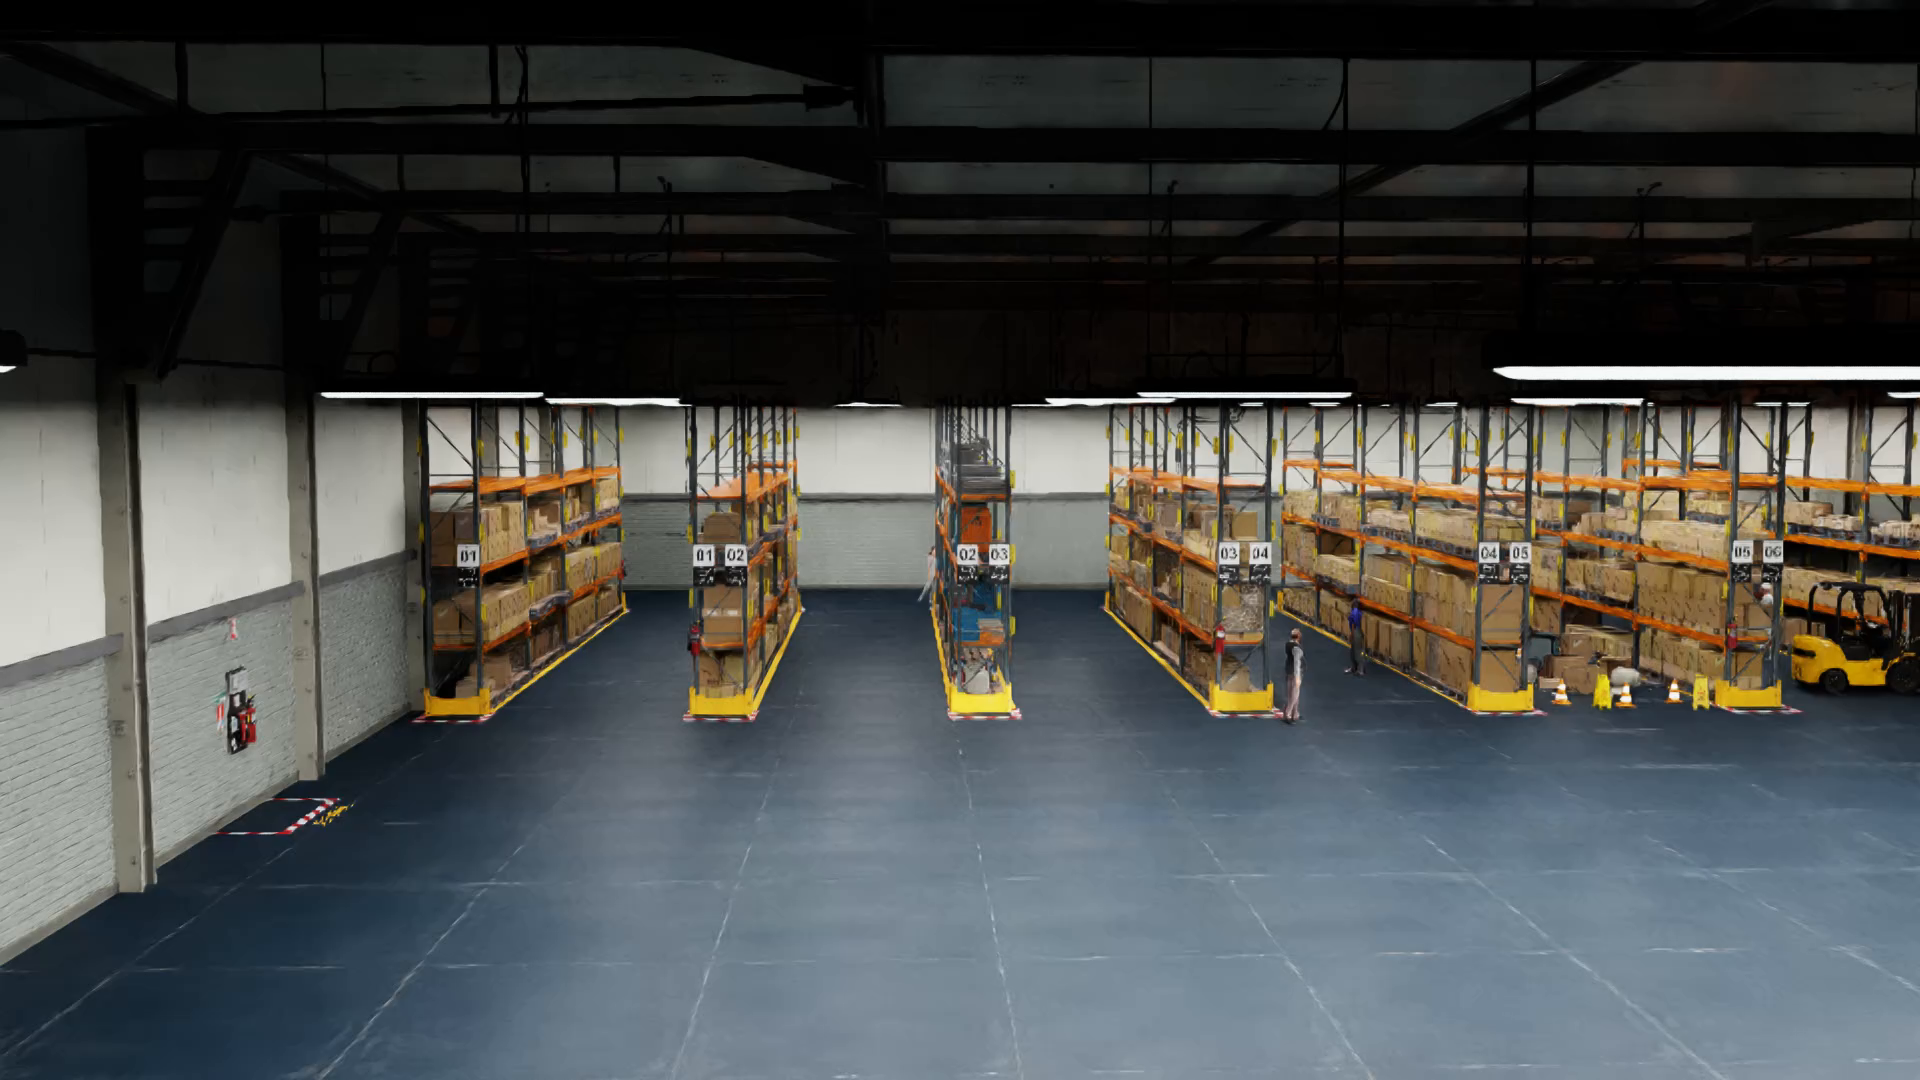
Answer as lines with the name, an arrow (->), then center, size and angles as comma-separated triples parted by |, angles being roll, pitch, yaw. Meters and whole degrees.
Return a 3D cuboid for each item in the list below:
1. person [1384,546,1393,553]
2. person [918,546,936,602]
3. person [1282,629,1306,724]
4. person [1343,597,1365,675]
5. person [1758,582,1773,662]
person -> 13.137, 0.946, 50.749 | 0.530, 1.613, 0.507 | -3, 6, -37
person -> -0.915, 1.028, 49.233 | 0.649, 1.647, 0.495 | -4, 6, -43
person -> 6.111, 2.472, 30.380 | 0.499, 1.719, 0.709 | 0, 5, -4
person -> 8.541, 2.108, 35.972 | 0.513, 1.554, 0.536 | 2, 5, 26
person -> 18.269, 1.840, 37.818 | 0.583, 1.785, 0.661 | 2, 5, 23
